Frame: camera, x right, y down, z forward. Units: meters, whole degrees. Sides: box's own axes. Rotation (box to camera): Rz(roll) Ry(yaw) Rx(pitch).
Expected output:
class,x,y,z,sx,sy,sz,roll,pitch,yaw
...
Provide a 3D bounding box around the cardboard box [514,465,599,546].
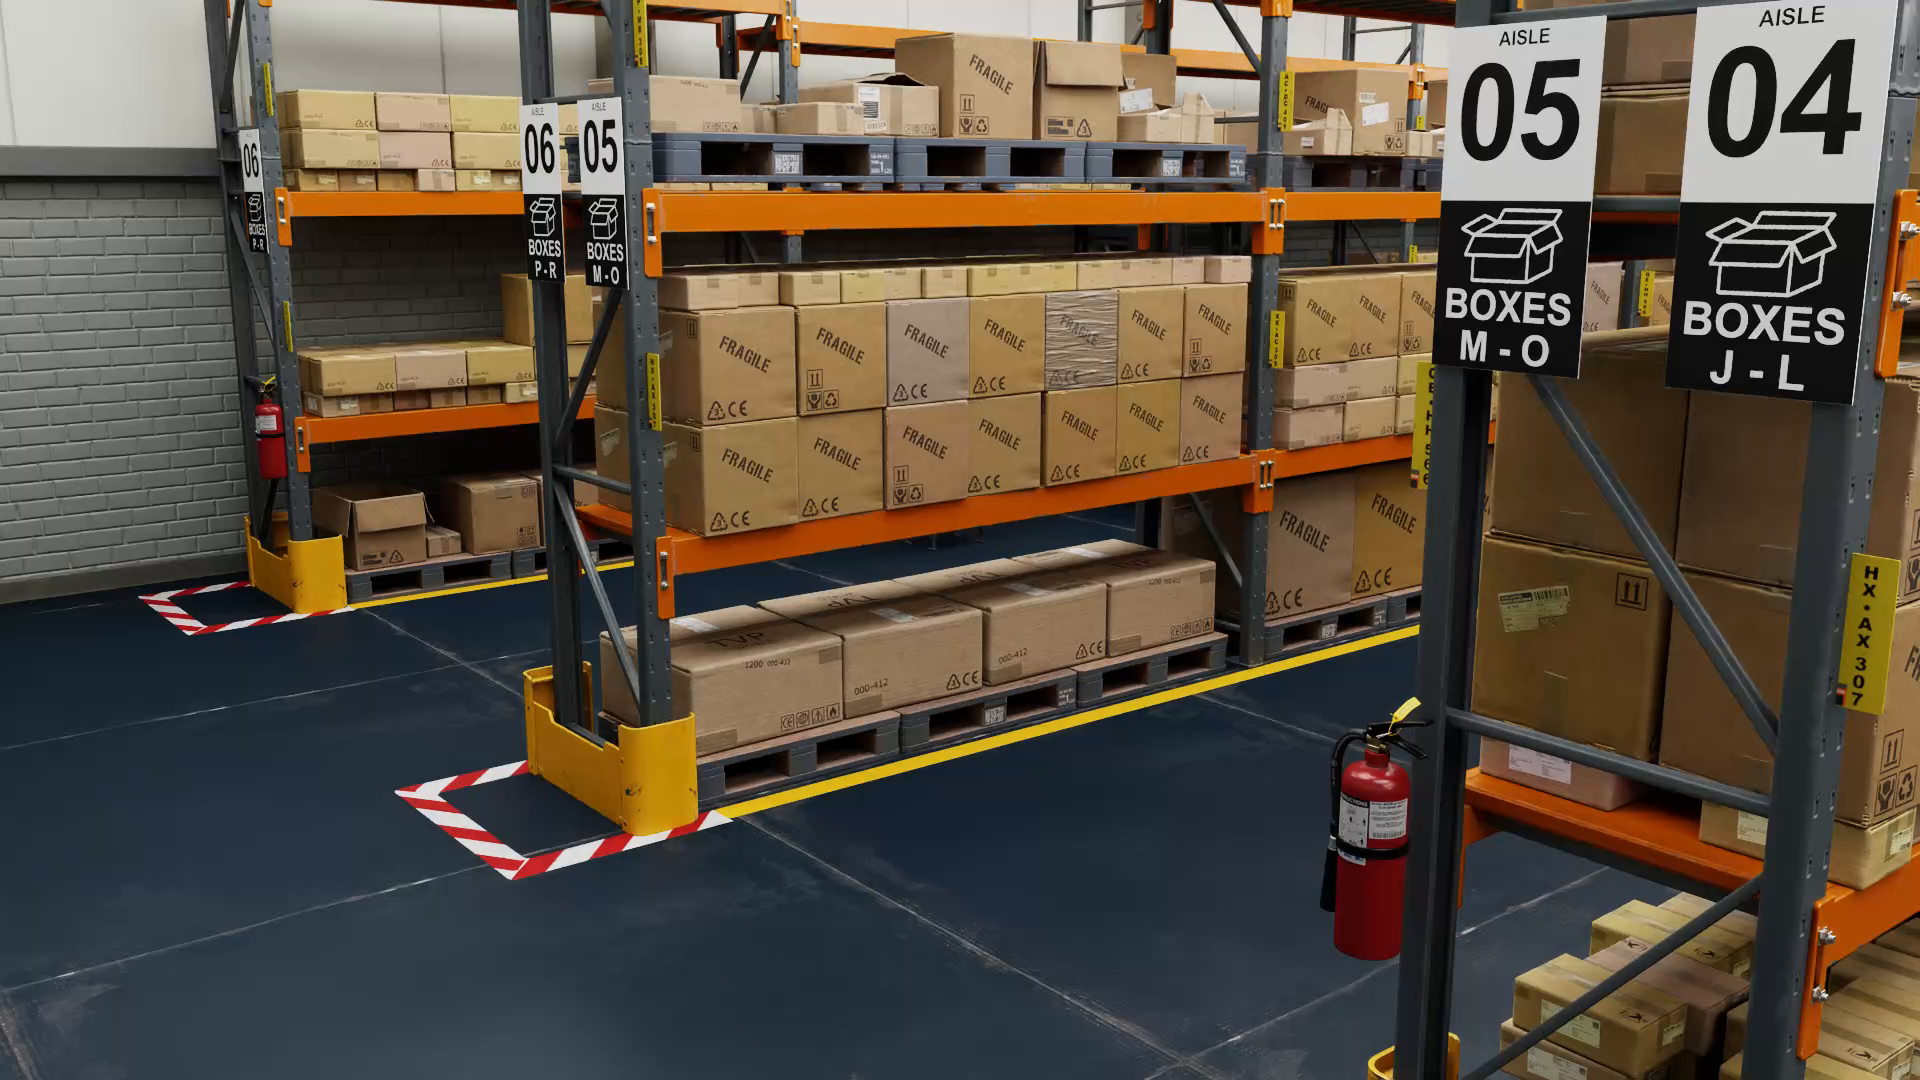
class,x,y,z,sx,sy,sz,roll,pitch,yaw
cardboard box,-3.050,-0.269,12.683,0.500,0.500,0.500,-9,15,-37

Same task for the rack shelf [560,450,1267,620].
class,x,y,z,sx,sy,sz,roll,pitch,yaw
rack shelf,-0.089,-0.169,8.934,4.000,0.370,1.077,-9,15,-38

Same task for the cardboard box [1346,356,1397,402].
class,x,y,z,sx,sy,sz,roll,pitch,yaw
cardboard box,2.382,-1.035,10.439,0.500,0.250,0.500,-9,15,-37

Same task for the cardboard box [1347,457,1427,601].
class,x,y,z,sx,sy,sz,roll,pitch,yaw
cardboard box,2.608,-0.158,11.257,0.875,0.875,0.875,-9,15,-36

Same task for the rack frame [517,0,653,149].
class,x,y,z,sx,sy,sz,roll,pitch,yaw
rack frame,-1.650,-3.196,7.014,0.127,3.000,1.000,-9,15,-38

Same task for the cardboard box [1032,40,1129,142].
class,x,y,z,sx,sy,sz,roll,pitch,yaw
cardboard box,0.440,-2.372,8.857,0.637,0.503,0.797,-8,14,-33

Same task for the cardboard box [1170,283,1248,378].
class,x,y,z,sx,sy,sz,roll,pitch,yaw
cardboard box,1.277,-1.212,9.468,0.500,0.500,0.500,-10,15,-38

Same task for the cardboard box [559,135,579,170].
class,x,y,z,sx,sy,sz,roll,pitch,yaw
cardboard box,-3.056,-2.823,12.125,0.500,0.250,0.500,-10,15,-39

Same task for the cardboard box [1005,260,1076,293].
class,x,y,z,sx,sy,sz,roll,pitch,yaw
cardboard box,0.394,-1.388,8.736,0.250,0.149,0.380,-10,15,-39

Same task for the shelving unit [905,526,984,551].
class,x,y,z,sx,sy,sz,roll,pitch,yaw
shelving unit,-0.129,-1.006,13.310,0.503,2.100,0.431,-9,15,-38

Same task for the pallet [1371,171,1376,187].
class,x,y,z,sx,sy,sz,roll,pitch,yaw
pallet,3.936,-3.880,17.919,1.217,0.209,0.805,-10,16,-40

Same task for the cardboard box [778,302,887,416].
class,x,y,z,sx,sy,sz,roll,pitch,yaw
cardboard box,-0.699,-0.884,7.920,0.500,0.500,0.500,-10,16,-39

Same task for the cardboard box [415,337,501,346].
class,x,y,z,sx,sy,sz,roll,pitch,yaw
cardboard box,-3.768,-1.371,12.508,0.500,0.250,0.500,-9,15,-36

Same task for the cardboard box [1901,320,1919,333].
class,x,y,z,sx,sy,sz,roll,pitch,yaw
cardboard box,2.519,-0.389,4.877,0.500,0.500,0.500,-8,15,-35

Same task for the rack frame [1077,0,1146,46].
class,x,y,z,sx,sy,sz,roll,pitch,yaw
rack frame,1.493,-5.038,15.692,0.127,3.000,1.000,-9,15,-38

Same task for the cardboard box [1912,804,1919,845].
class,x,y,z,sx,sy,sz,roll,pitch,yaw
cardboard box,2.151,0.623,4.079,0.250,0.149,0.380,-9,15,-36

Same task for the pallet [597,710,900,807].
class,x,y,z,sx,sy,sz,roll,pitch,yaw
pallet,-1.075,0.986,8.476,1.213,0.211,1.003,-9,15,-38

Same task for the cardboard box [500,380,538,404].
class,x,y,z,sx,sy,sz,roll,pitch,yaw
cardboard box,-3.289,-1.100,12.193,0.250,0.149,0.380,-10,16,-39

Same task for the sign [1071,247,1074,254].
class,x,y,z,sx,sy,sz,roll,pitch,yaw
sign,1.143,-2.760,16.617,0.005,0.325,0.100,-9,15,-38

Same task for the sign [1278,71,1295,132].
class,x,y,z,sx,sy,sz,roll,pitch,yaw
sign,1.821,-2.449,9.285,0.005,0.325,0.100,-9,15,-38

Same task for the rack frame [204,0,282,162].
class,x,y,z,sx,sy,sz,roll,pitch,yaw
rack frame,-4.754,-4.000,10.803,0.127,3.000,1.000,-9,15,-38

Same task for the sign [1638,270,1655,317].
class,x,y,z,sx,sy,sz,roll,pitch,yaw
sign,4.946,-1.776,11.984,0.005,0.325,0.100,-9,15,-38

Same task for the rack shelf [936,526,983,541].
class,x,y,z,sx,sy,sz,roll,pitch,yaw
rack shelf,-0.129,-0.308,13.458,0.480,0.518,0.431,-9,15,-38

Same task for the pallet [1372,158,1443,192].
class,x,y,z,sx,sy,sz,roll,pitch,yaw
pallet,3.255,-2.436,11.115,1.213,0.211,1.003,-9,15,-35

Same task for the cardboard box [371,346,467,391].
class,x,y,z,sx,sy,sz,roll,pitch,yaw
cardboard box,-3.838,-1.219,11.791,0.500,0.250,0.500,-9,15,-37

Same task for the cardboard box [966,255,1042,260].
class,x,y,z,sx,sy,sz,roll,pitch,yaw
cardboard box,0.243,-1.509,9.303,0.250,0.149,0.380,-10,16,-39

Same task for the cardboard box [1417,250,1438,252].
class,x,y,z,sx,sy,sz,roll,pitch,yaw
cardboard box,5.468,-3.360,19.714,0.250,0.149,0.380,-10,15,-39

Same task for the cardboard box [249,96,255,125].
class,x,y,z,sx,sy,sz,roll,pitch,yaw
cardboard box,-4.581,-2.953,11.533,0.500,0.250,0.500,-10,16,-39

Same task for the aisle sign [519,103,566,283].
class,x,y,z,sx,sy,sz,roll,pitch,yaw
aisle sign,-1.900,-1.574,7.560,0.004,0.787,0.394,-9,15,-38

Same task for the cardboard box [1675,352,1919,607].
class,x,y,z,sx,sy,sz,roll,pitch,yaw
cardboard box,2.037,-0.170,3.845,0.500,0.500,0.500,-10,15,-38

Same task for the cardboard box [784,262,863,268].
class,x,y,z,sx,sy,sz,roll,pitch,yaw
cardboard box,-0.692,-1.328,8.452,0.250,0.149,0.380,-10,15,-38

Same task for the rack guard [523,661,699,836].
class,x,y,z,sx,sy,sz,roll,pitch,yaw
rack guard,-1.669,0.965,7.882,0.348,0.500,1.175,-9,15,-38

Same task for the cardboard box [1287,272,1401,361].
class,x,y,z,sx,sy,sz,roll,pitch,yaw
cardboard box,2.376,-1.399,10.349,0.500,0.500,0.500,-10,15,-38

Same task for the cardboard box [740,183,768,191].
class,x,y,z,sx,sy,sz,roll,pitch,yaw
cardboard box,-1.727,-2.835,13.140,0.250,0.149,0.380,-10,15,-38

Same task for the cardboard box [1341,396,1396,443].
class,x,y,z,sx,sy,sz,roll,pitch,yaw
cardboard box,2.385,-0.789,10.482,0.500,0.250,0.500,-10,16,-39

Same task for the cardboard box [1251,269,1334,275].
class,x,y,z,sx,sy,sz,roll,pitch,yaw
cardboard box,2.064,-1.485,10.754,0.500,0.500,0.500,-9,15,-37

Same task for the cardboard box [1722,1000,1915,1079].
class,x,y,z,sx,sy,sz,roll,pitch,yaw
cardboard box,2.282,1.358,4.430,0.250,0.149,0.380,-9,15,-37

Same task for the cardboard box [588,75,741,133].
class,x,y,z,sx,sy,sz,roll,pitch,yaw
cardboard box,-1.355,-1.982,7.631,0.500,0.250,0.500,-11,16,-43

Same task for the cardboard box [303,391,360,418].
class,x,y,z,sx,sy,sz,roll,pitch,yaw
cardboard box,-4.326,-0.941,11.444,0.250,0.149,0.380,-10,15,-38

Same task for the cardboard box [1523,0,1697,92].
class,x,y,z,sx,sy,sz,roll,pitch,yaw
cardboard box,1.722,-1.211,4.046,0.500,0.250,0.500,-10,16,-39

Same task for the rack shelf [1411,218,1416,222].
class,x,y,z,sx,sy,sz,roll,pitch,yaw
rack shelf,6.178,-3.998,19.745,4.000,0.370,1.077,-9,15,-38

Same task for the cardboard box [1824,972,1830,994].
class,x,y,z,sx,sy,sz,roll,pitch,yaw
cardboard box,2.434,1.371,5.085,0.250,0.149,0.380,-10,15,-38

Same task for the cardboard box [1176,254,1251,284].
class,x,y,z,sx,sy,sz,roll,pitch,yaw
cardboard box,1.431,-1.544,9.469,0.250,0.149,0.380,-10,15,-39

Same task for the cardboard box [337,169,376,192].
class,x,y,z,sx,sy,sz,roll,pitch,yaw
cardboard box,-4.172,-2.452,11.338,0.250,0.149,0.380,-9,15,-37

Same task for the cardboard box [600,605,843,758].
class,x,y,z,sx,sy,sz,roll,pitch,yaw
cardboard box,-1.198,0.685,8.340,0.875,0.438,0.875,-10,16,-40

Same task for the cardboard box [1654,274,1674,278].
class,x,y,z,sx,sy,sz,roll,pitch,yaw
cardboard box,5.495,-1.789,12.863,0.500,0.500,0.500,-8,15,-35

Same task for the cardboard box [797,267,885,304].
class,x,y,z,sx,sy,sz,roll,pitch,yaw
cardboard box,-0.571,-1.215,7.922,0.250,0.149,0.380,-10,16,-39

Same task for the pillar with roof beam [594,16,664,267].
class,x,y,z,sx,sy,sz,roll,pitch,yaw
pillar with roof beam,-0.048,-3.877,10.222,0.400,9.000,9.100,-9,15,-38

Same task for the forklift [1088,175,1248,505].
class,x,y,z,sx,sy,sz,roll,pitch,yaw
forklift,1.862,-1.882,15.435,1.130,2.935,3.031,-7,14,-29

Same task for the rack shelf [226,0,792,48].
class,x,y,z,sx,sy,sz,roll,pitch,yaw
rack shelf,-3.192,-3.906,12.101,4.000,0.370,1.077,-9,15,-38

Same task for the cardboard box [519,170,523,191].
class,x,y,z,sx,sy,sz,roll,pitch,yaw
cardboard box,-3.102,-2.597,12.021,0.250,0.149,0.380,-9,15,-38

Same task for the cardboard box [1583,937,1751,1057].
class,x,y,z,sx,sy,sz,roll,pitch,yaw
cardboard box,2.008,1.294,4.736,0.250,0.149,0.380,-9,15,-37

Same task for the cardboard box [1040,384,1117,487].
class,x,y,z,sx,sy,sz,roll,pitch,yaw
cardboard box,0.489,-0.592,8.956,0.500,0.500,0.500,-10,15,-38

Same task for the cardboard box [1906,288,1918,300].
class,x,y,z,sx,sy,sz,roll,pitch,yaw
cardboard box,8.238,-2.025,14.985,0.500,0.500,0.500,-9,15,-38
